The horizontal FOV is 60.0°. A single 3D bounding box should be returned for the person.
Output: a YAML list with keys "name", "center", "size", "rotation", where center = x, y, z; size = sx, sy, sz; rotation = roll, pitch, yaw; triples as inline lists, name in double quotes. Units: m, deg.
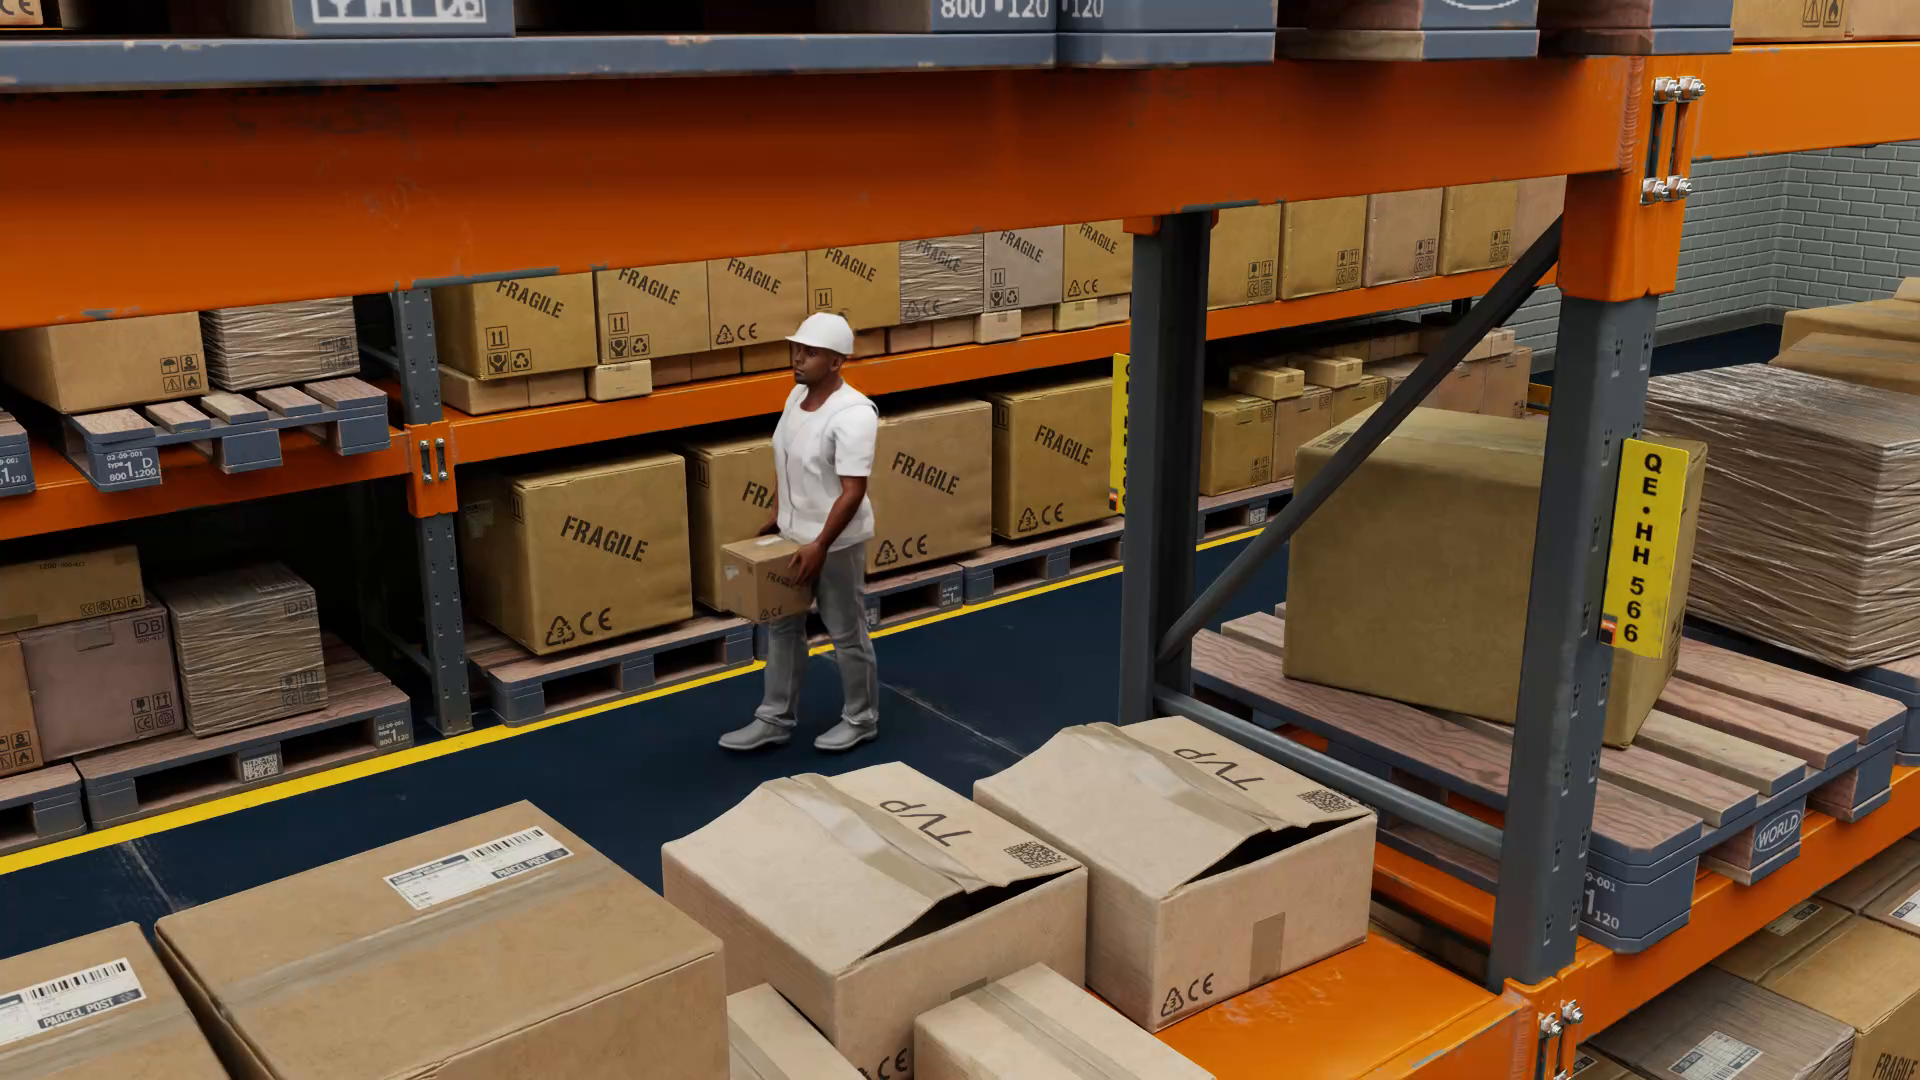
- name: "person"
  center: [-0.603, 0.005, 6.454]
  size: [0.636, 1.764, 0.564]
  rotation: [-13, 22, -36]
